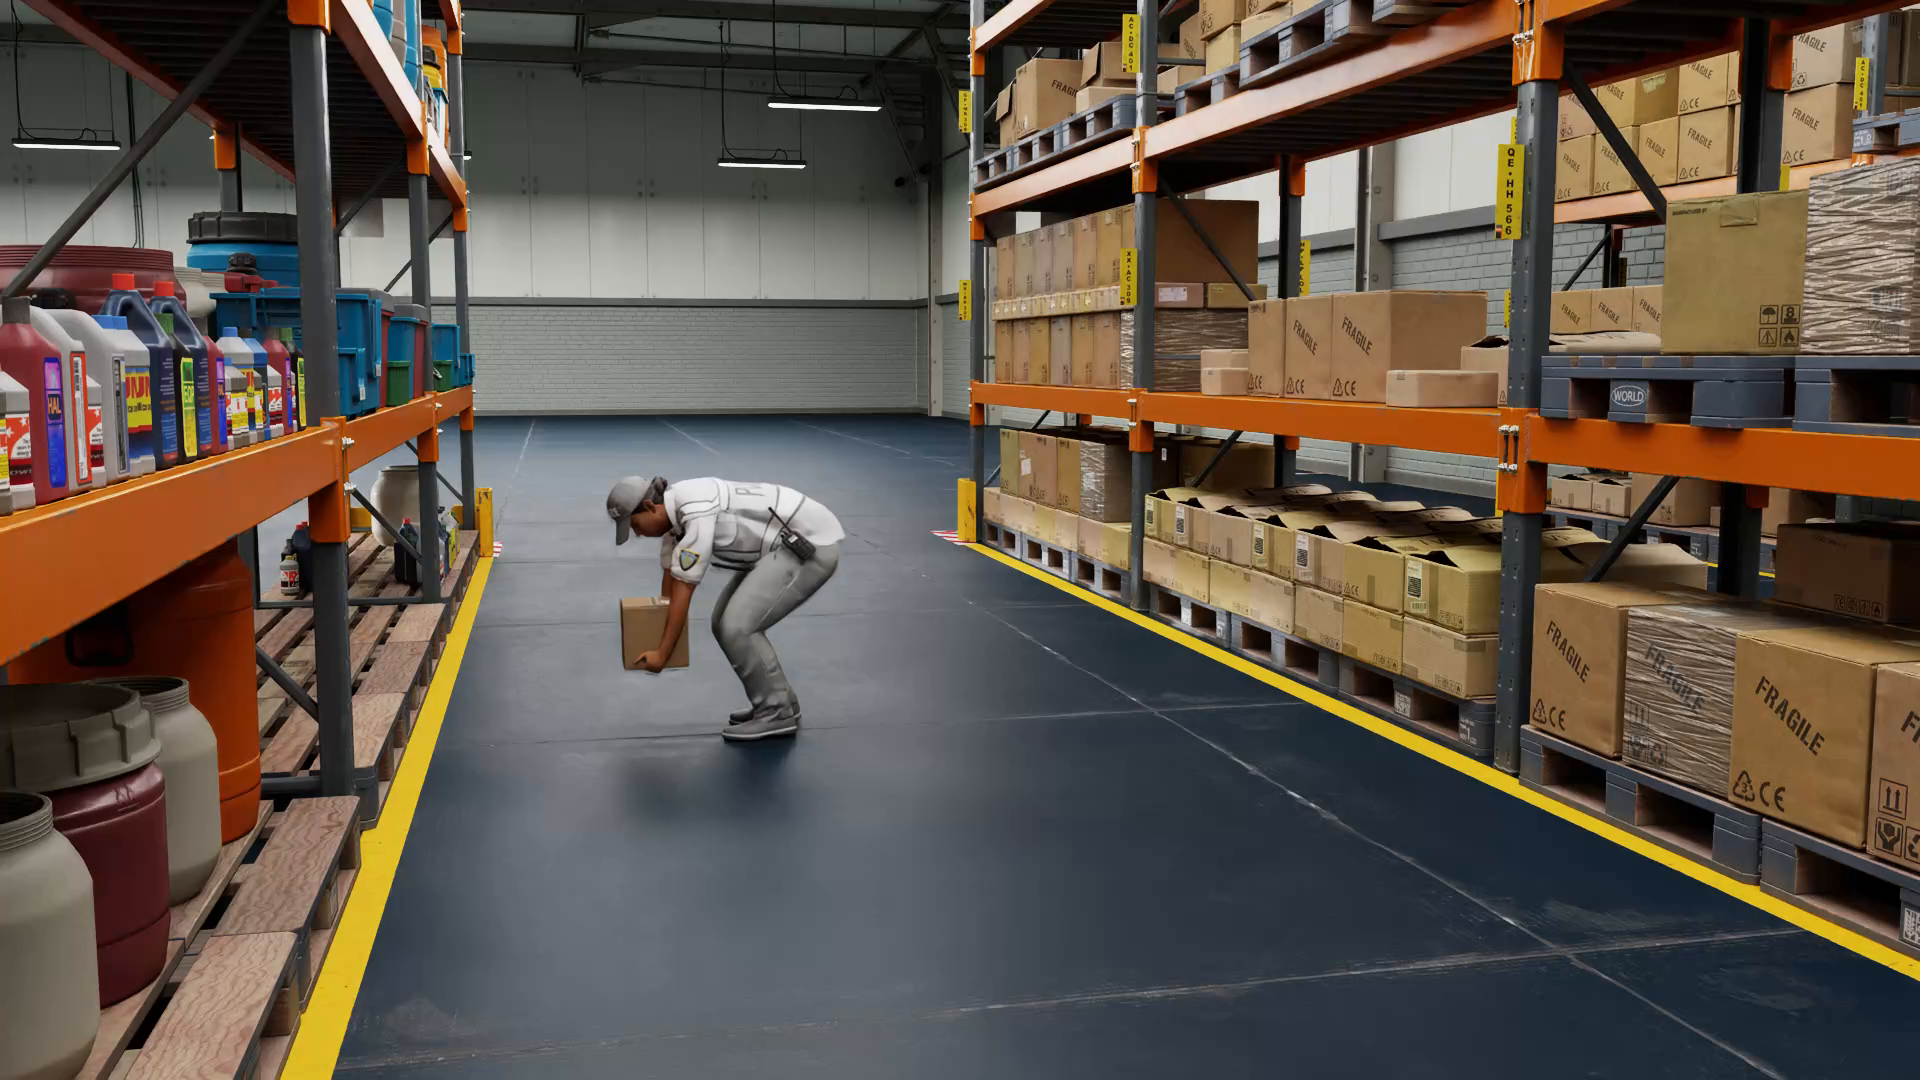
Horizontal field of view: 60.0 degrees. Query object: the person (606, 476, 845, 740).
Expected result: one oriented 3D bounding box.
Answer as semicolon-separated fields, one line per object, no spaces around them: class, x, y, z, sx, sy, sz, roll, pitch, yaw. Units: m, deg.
person;-0.930;0.260;6.653;0.936;1.049;0.481;-2;7;-17
